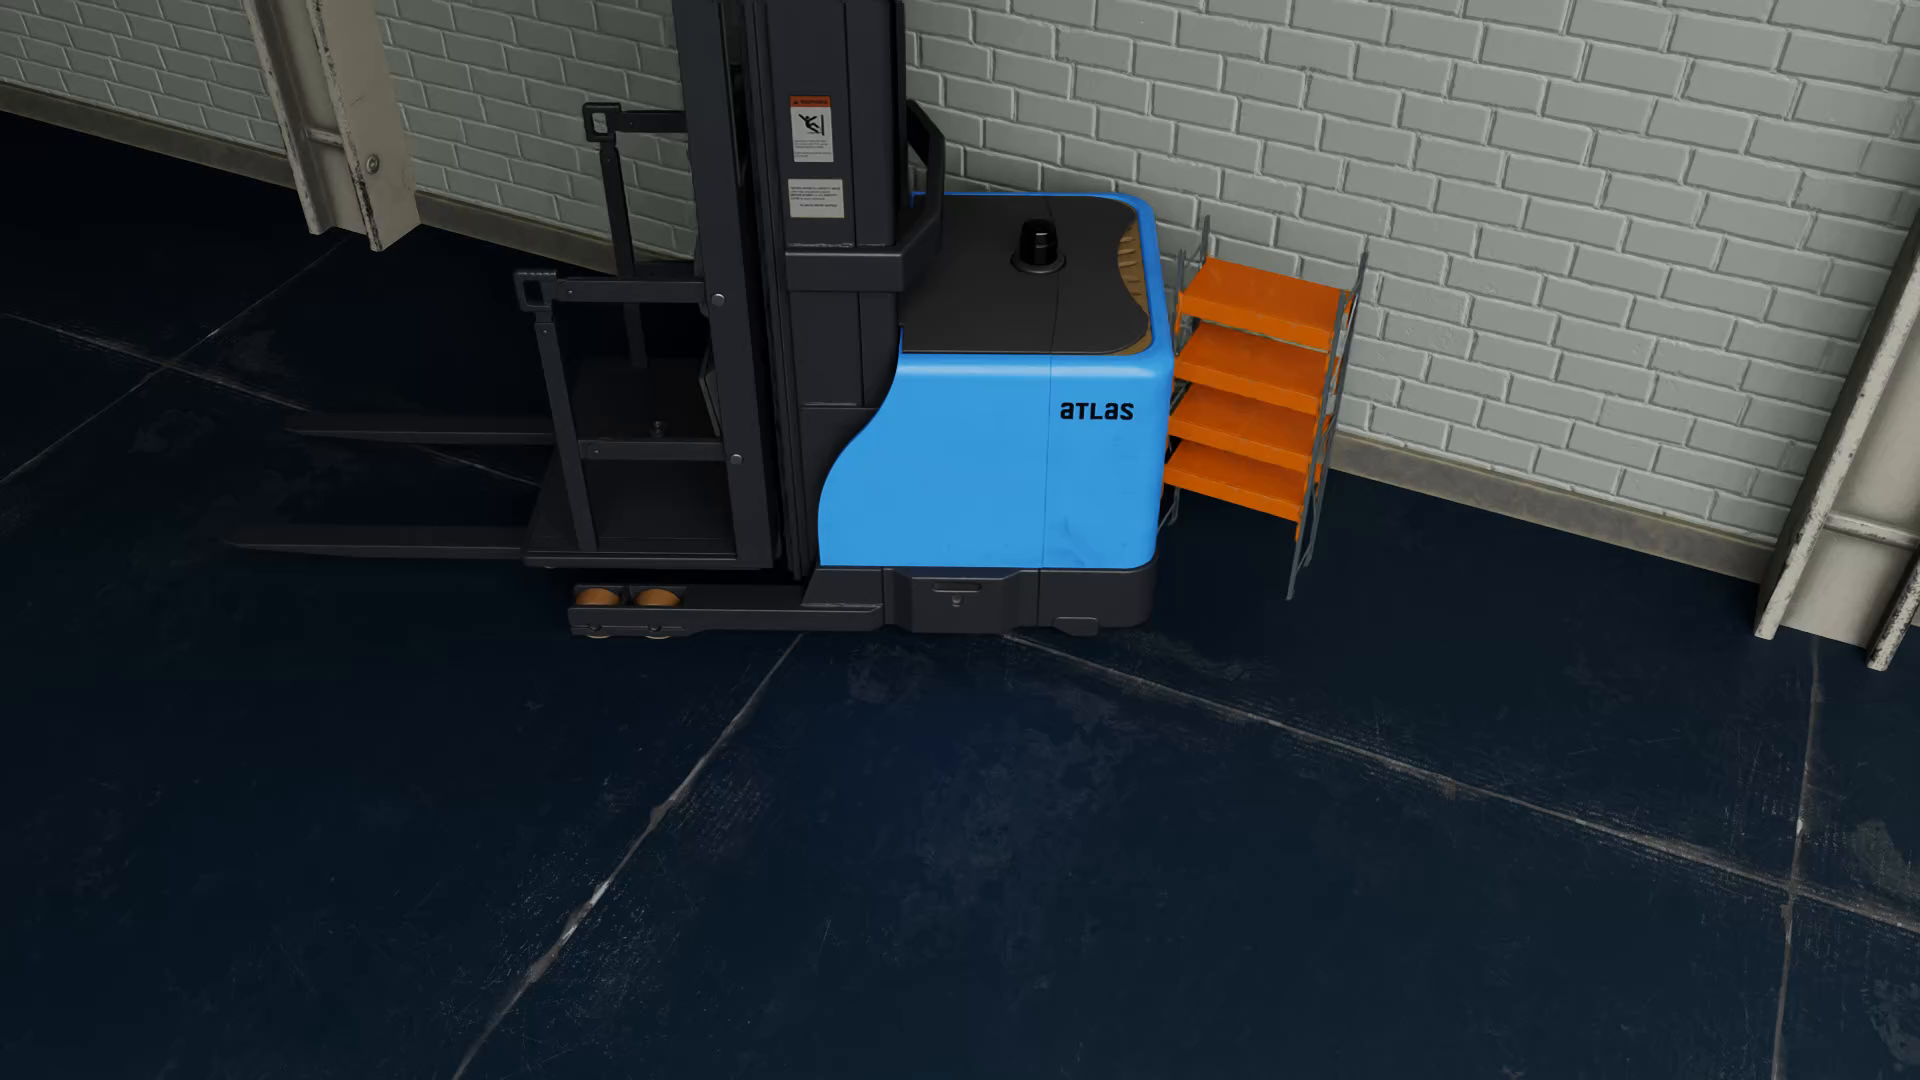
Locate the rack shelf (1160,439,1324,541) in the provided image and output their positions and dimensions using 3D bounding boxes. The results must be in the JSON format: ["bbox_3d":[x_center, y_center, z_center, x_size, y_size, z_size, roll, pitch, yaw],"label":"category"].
[{"bbox_3d":[0.923,-0.194,5.463,0.480,0.148,0.258,18,44,19],"label":"rack shelf"}]

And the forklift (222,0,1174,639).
[{"bbox_3d":[-0.880,-1.133,4.820,3.031,2.935,1.130,1,41,1],"label":"forklift"}]

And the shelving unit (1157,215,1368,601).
[{"bbox_3d":[0.923,-0.394,5.289,0.503,1.200,0.258,18,44,19],"label":"shelving unit"}]

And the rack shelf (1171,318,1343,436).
[{"bbox_3d":[0.923,-0.513,5.187,0.480,0.148,0.258,18,44,19],"label":"rack shelf"}]

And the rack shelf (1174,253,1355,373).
[{"bbox_3d":[0.923,-0.691,5.032,0.480,0.148,0.258,18,44,19],"label":"rack shelf"}]

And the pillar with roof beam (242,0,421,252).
[{"bbox_3d":[-4.440,-2.235,1.458,0.400,9.000,9.100,17,44,19],"label":"pillar with roof beam"}]

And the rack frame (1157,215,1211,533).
[{"bbox_3d":[0.704,-0.465,5.370,0.015,1.200,0.240,18,44,19],"label":"rack frame"}]

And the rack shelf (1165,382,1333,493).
[{"bbox_3d":[0.923,-0.344,5.333,0.480,0.148,0.258,18,44,19],"label":"rack shelf"}]

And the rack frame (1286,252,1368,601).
[{"bbox_3d":[1.142,-0.324,5.208,0.015,1.200,0.240,18,44,19],"label":"rack frame"}]
